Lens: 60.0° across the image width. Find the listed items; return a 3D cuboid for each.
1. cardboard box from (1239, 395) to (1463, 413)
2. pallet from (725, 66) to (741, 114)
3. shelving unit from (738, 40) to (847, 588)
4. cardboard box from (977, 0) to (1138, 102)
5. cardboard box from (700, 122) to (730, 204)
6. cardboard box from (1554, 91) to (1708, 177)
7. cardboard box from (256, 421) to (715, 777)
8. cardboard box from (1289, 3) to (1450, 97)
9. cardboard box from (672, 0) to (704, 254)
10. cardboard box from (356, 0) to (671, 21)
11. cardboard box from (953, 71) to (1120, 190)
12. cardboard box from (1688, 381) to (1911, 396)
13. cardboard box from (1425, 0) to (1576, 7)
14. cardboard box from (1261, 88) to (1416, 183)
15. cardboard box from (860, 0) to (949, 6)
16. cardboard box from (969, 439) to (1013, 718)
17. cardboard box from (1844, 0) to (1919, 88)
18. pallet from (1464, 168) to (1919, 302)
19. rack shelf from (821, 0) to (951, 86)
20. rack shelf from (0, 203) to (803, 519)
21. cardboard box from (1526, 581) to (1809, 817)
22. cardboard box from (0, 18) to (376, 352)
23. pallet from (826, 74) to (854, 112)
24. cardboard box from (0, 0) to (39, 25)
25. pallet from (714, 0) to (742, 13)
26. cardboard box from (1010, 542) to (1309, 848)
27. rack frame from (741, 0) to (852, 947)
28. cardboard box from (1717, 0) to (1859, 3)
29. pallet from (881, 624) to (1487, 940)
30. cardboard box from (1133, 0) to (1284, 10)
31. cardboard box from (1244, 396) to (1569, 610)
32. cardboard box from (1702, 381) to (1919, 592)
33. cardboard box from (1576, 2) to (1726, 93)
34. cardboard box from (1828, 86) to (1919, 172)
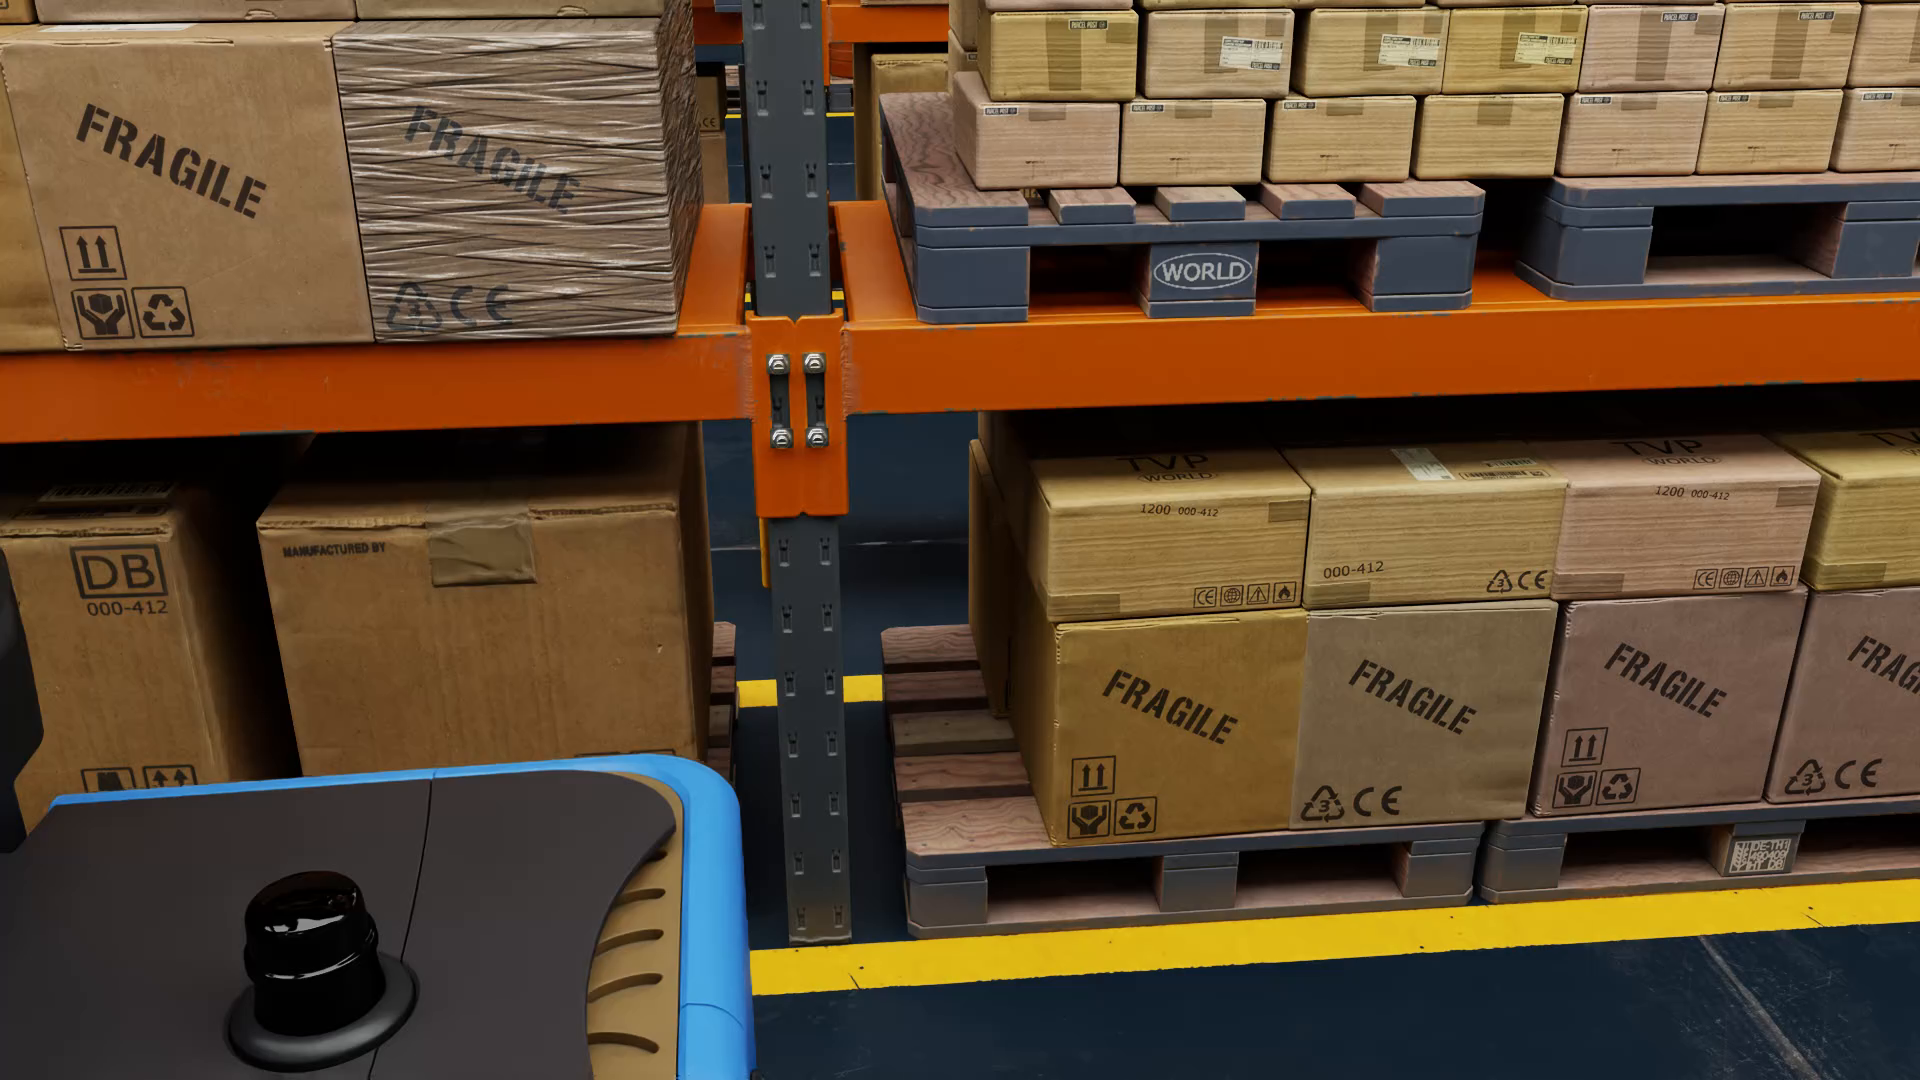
[{"bbox_3d":[0.823,-0.296,3.861,0.500,0.250,0.500,-2,24,-4],"label":"cardboard box"},{"bbox_3d":[-1.982,-3.468,12.792,1.213,0.211,1.003,-2,24,-5],"label":"pallet"},{"bbox_3d":[-0.076,-0.682,4.939,1.083,1.500,0.587,-2,24,-5],"label":"shelving unit"},{"bbox_3d":[0.168,-0.897,3.002,0.250,0.149,0.380,-1,24,-3],"label":"cardboard box"},{"bbox_3d":[-1.385,-1.779,8.096,0.500,0.500,0.700,-4,24,-8],"label":"cardboard box"},{"bbox_3d":[1.201,-0.804,3.159,0.250,0.149,0.380,-2,24,-3],"label":"cardboard box"},{"bbox_3d":[-0.948,0.078,3.635,0.750,0.750,1.050,-3,24,-6],"label":"cardboard box"},{"bbox_3d":[0.703,-0.921,3.055,0.250,0.149,0.380,-3,24,-7],"label":"cardboard box"},{"bbox_3d":[-0.806,-0.883,3.421,0.500,0.500,0.500,-2,24,-5],"label":"cardboard box"},{"bbox_3d":[-0.781,-1.235,2.981,0.500,0.500,0.700,-2,24,-5],"label":"cardboard box"},{"bbox_3d":[0.132,-0.760,3.058,0.250,0.149,0.380,-3,24,-6],"label":"cardboard box"},{"bbox_3d":[1.849,-0.335,3.947,0.500,0.250,0.500,-1,24,-3],"label":"cardboard box"},{"bbox_3d":[0.921,-1.066,3.014,0.250,0.149,0.380,-3,24,-7],"label":"cardboard box"},{"bbox_3d":[0.668,-0.781,3.107,0.250,0.149,0.380,-1,24,-2],"label":"cardboard box"},{"bbox_3d":[-0.210,-2.710,7.531,0.500,0.500,0.500,-2,24,-4],"label":"cardboard box"},{"bbox_3d":[0.296,0.072,3.955,0.500,0.500,0.500,-2,24,-5],"label":"cardboard box"},{"bbox_3d":[1.717,-0.962,3.147,0.250,0.149,0.380,-1,24,-3],"label":"cardboard box"},{"bbox_3d":[1.633,-0.754,3.490,1.213,0.211,1.003,-2,24,-5],"label":"pallet"},{"bbox_3d":[1.270,-2.506,8.081,4.000,0.370,1.077,-2,24,-5],"label":"rack shelf"},{"bbox_3d":[-2.323,-0.338,3.202,4.000,0.370,1.077,-2,24,-5],"label":"rack shelf"},{"bbox_3d":[1.406,0.235,3.589,0.500,0.500,0.500,-3,24,-6],"label":"cardboard box"},{"bbox_3d":[-1.251,-0.646,2.888,0.500,0.500,0.500,-2,24,-5],"label":"cardboard box"},{"bbox_3d":[-0.426,-3.531,12.935,1.213,0.211,1.003,-2,24,-5],"label":"pallet"},{"bbox_3d":[-1.794,-1.193,2.887,0.500,0.500,0.700,-3,24,-6],"label":"cardboard box"},{"bbox_3d":[-1.419,-2.596,7.634,1.003,0.211,1.213,-2,24,-5],"label":"pallet"},{"bbox_3d":[0.396,0.279,3.490,0.500,0.500,0.500,-3,24,-7],"label":"cardboard box"},{"bbox_3d":[-0.333,-0.746,3.236,0.127,3.000,1.000,-2,24,-5],"label":"rack frame"},{"bbox_3d":[1.454,-1.089,3.066,0.250,0.149,0.380,-2,24,-4],"label":"cardboard box"},{"bbox_3d":[0.445,0.497,3.871,1.213,0.211,1.003,-2,24,-5],"label":"pallet"},{"bbox_3d":[0.413,-1.047,2.973,0.250,0.149,0.380,-3,24,-7],"label":"cardboard box"},{"bbox_3d":[0.882,-0.089,3.393,0.500,0.250,0.500,-3,24,-6],"label":"cardboard box"},{"bbox_3d":[1.894,-0.124,3.474,0.500,0.250,0.500,-3,24,-7],"label":"cardboard box"},{"bbox_3d":[1.202,-0.941,3.100,0.250,0.149,0.380,-2,24,-5],"label":"cardboard box"},{"bbox_3d":[1.710,-0.823,3.201,0.250,0.149,0.380,-3,24,-7],"label":"cardboard box"}]
